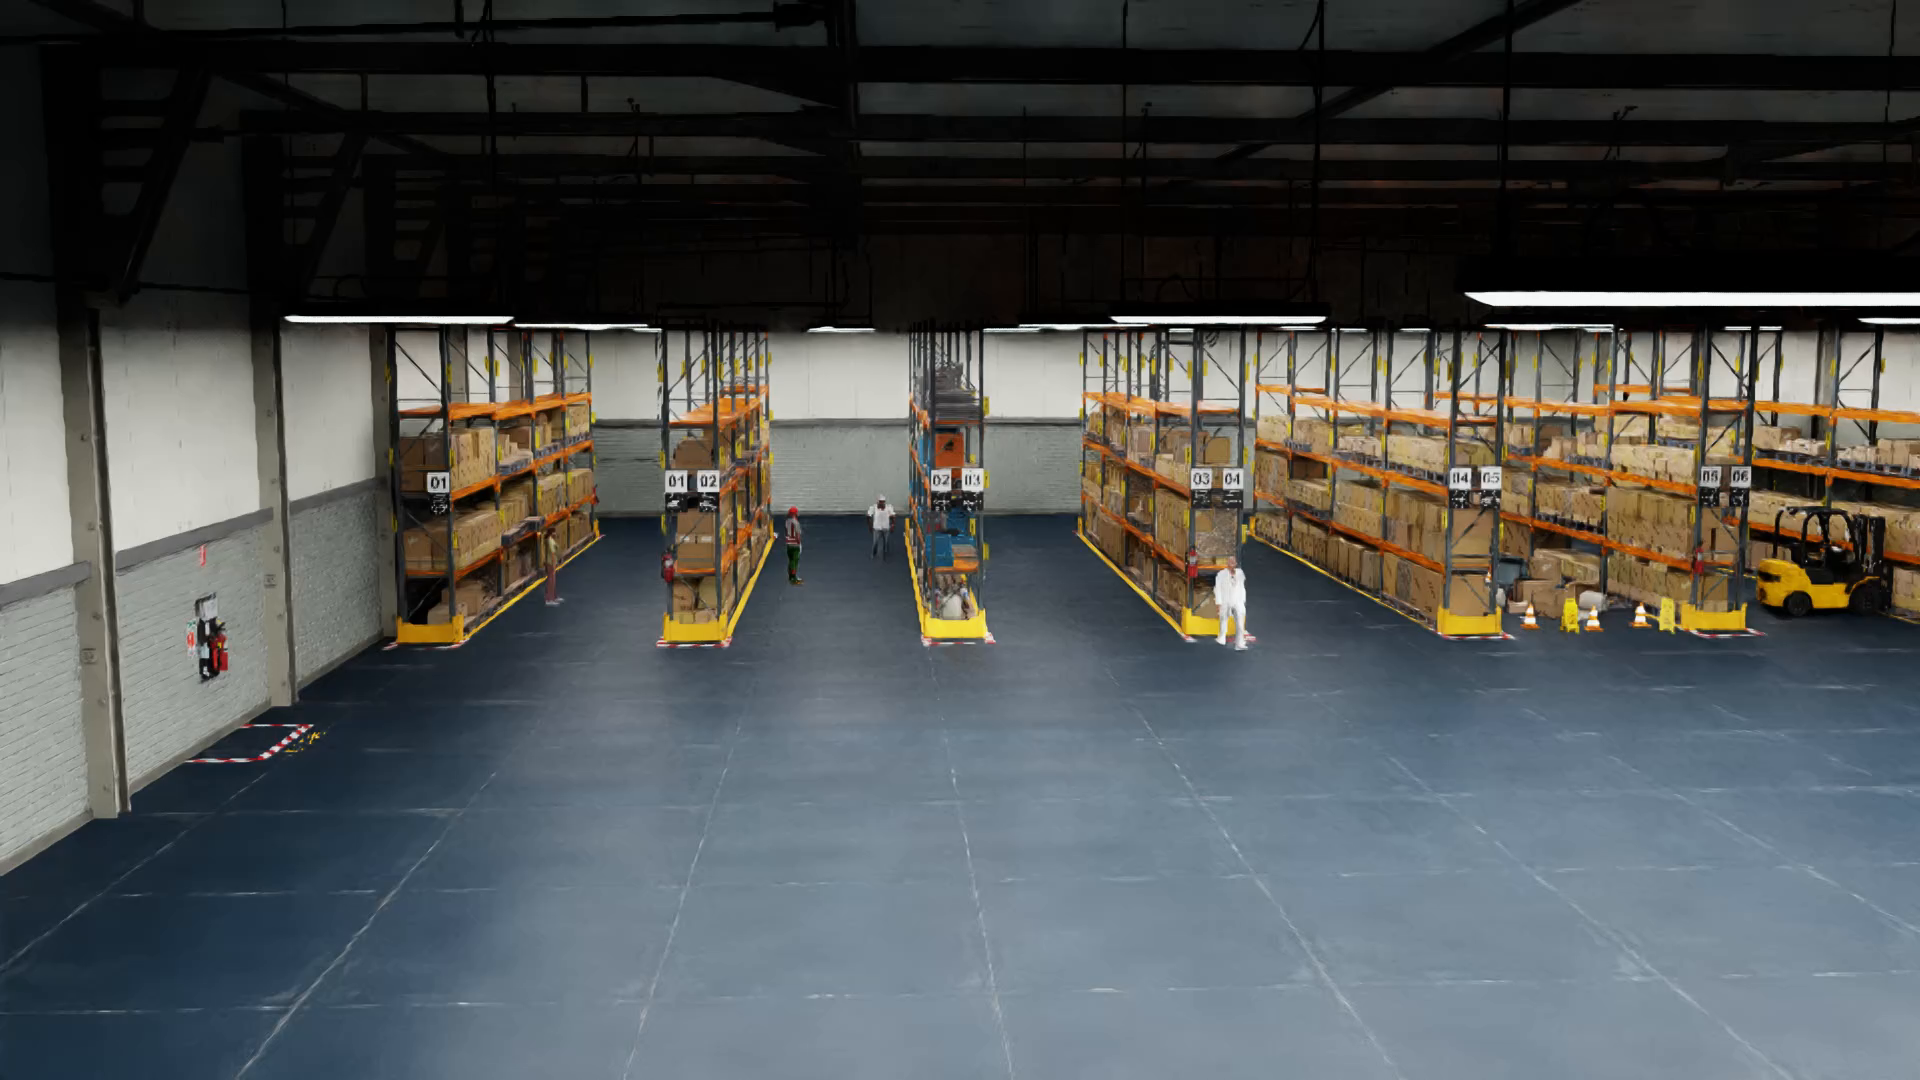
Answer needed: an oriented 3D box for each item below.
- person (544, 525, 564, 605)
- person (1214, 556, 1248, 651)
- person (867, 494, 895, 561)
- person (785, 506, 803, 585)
[{"bbox_3d":[-8.625,0.527,35.318,0.452,1.664,0.538,-4,8,-28],"label":"person"},{"bbox_3d":[4.931,1.125,30.306,0.598,1.698,1.194,0,7,-1],"label":"person"},{"bbox_3d":[-1.996,-0.310,42.061,0.719,1.713,0.577,-1,7,-5],"label":"person"},{"bbox_3d":[-3.776,0.111,38.144,0.450,1.789,0.605,-5,9,-34],"label":"person"}]
